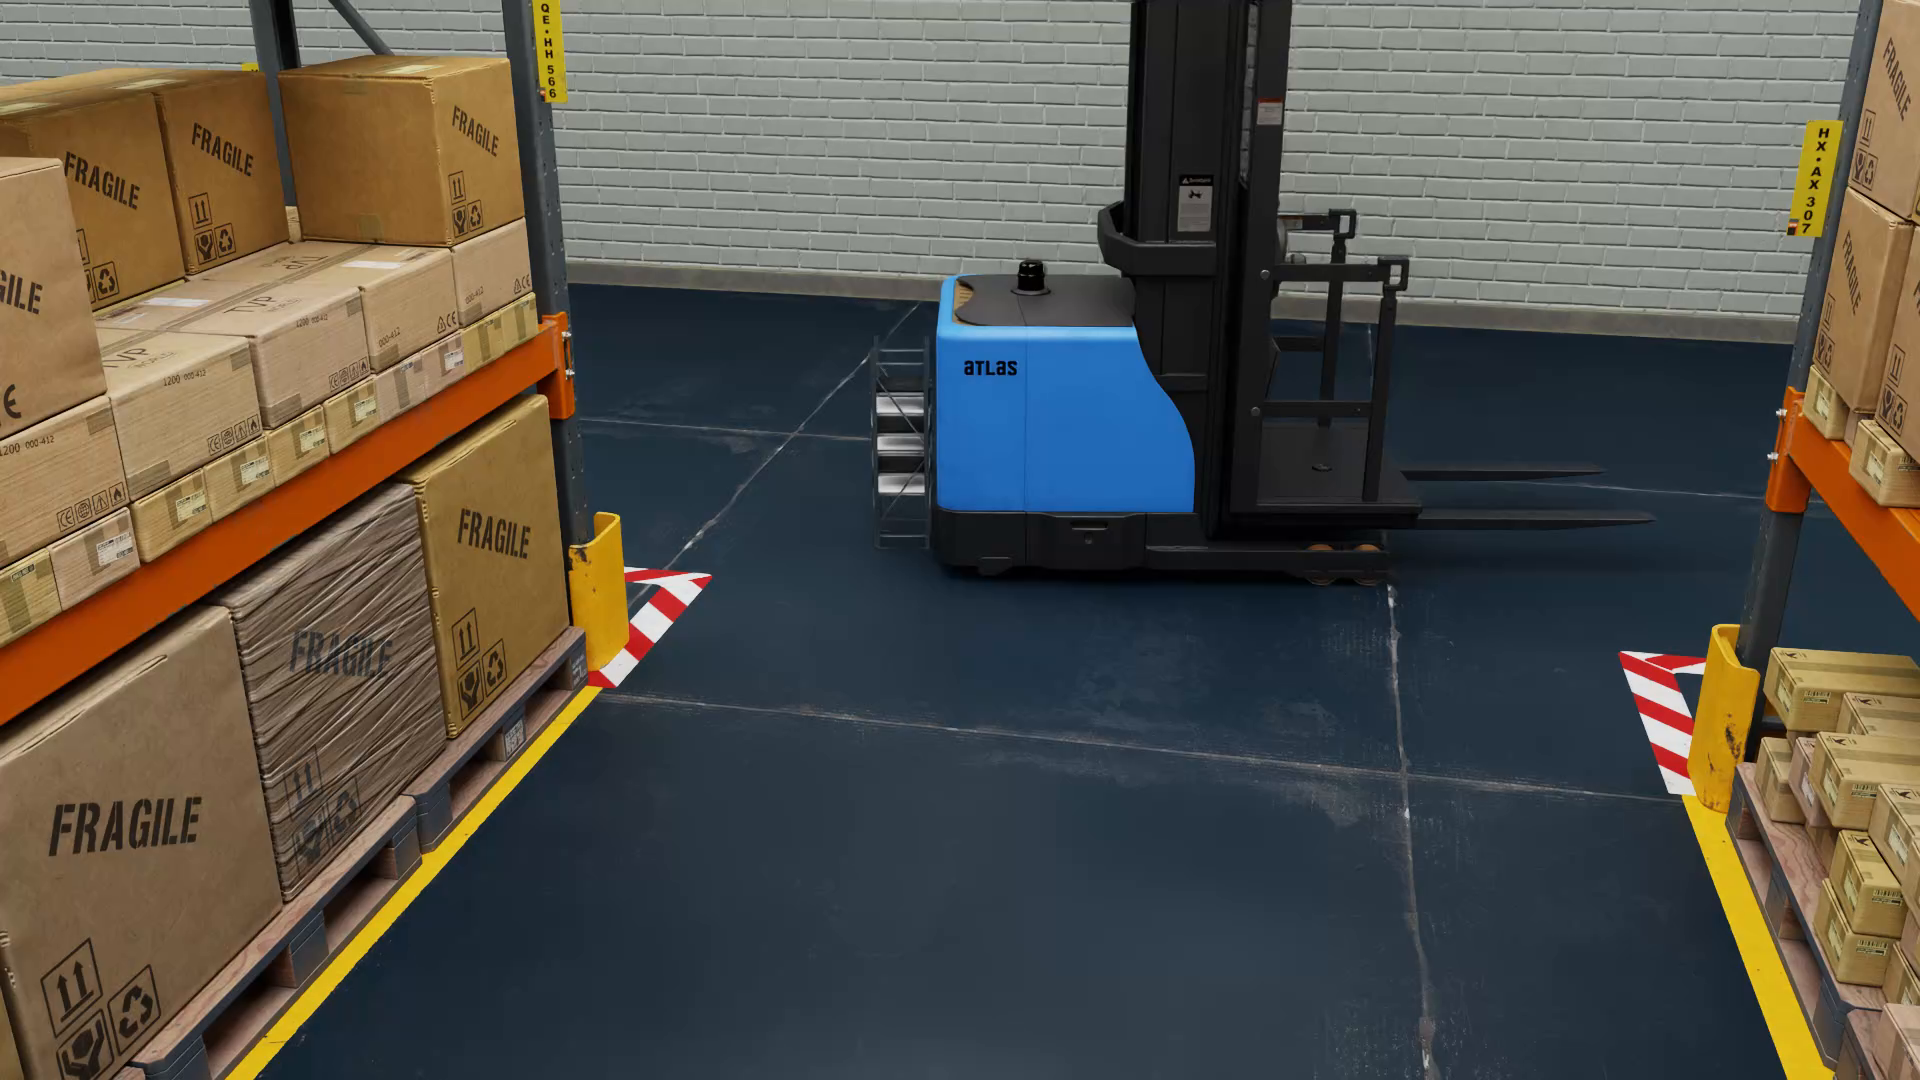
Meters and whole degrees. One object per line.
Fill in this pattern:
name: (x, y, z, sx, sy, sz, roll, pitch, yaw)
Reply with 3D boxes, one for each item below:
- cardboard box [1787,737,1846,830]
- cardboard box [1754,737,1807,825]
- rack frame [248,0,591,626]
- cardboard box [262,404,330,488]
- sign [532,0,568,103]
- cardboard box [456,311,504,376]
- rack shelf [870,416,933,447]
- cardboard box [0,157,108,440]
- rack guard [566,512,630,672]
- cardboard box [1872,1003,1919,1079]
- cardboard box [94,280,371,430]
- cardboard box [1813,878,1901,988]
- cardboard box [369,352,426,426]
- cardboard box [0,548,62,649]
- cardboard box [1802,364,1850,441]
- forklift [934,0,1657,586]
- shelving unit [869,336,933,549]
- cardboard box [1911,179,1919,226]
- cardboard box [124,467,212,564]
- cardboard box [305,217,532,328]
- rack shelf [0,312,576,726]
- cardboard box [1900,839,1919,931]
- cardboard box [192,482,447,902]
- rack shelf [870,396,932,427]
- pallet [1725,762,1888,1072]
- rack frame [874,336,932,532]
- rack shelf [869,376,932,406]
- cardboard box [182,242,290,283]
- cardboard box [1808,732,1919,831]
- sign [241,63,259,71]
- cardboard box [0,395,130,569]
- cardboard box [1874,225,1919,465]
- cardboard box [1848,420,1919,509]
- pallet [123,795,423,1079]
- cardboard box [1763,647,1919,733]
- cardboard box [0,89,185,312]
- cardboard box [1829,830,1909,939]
cardboard box: (2.494, 0.675, 4.518, 0.380, 0.149, 0.250, 4, 22, 11)
cardboard box: (2.543, 0.712, 4.824, 0.380, 0.149, 0.250, 5, 22, 12)
rack frame: (-1.872, -0.998, 5.816, 1.000, 3.000, 0.127, 4, 22, 11)
cardboard box: (-1.881, -0.257, 4.313, 0.380, 0.149, 0.250, 5, 22, 11)
sign: (-1.343, -1.598, 5.440, 0.100, 0.325, 0.005, 4, 22, 11)
cardboard box: (-1.673, -0.631, 5.240, 0.380, 0.149, 0.250, 5, 22, 11)
rack shelf: (-0.250, -0.469, 7.161, 0.258, 0.077, 0.200, 0, 22, 1)
cardboard box: (-2.130, -0.477, 3.321, 0.500, 0.500, 0.500, 4, 22, 9)
rack guard: (-1.867, 0.153, 6.304, 1.175, 0.500, 0.348, 4, 22, 11)
cardboard box: (2.272, 1.176, 3.673, 0.380, 0.149, 0.250, 3, 22, 8)
cardboard box: (-1.918, -0.497, 4.375, 0.500, 0.250, 0.500, 4, 22, 9)
cardboard box: (2.366, 0.991, 4.133, 0.380, 0.149, 0.250, 5, 22, 12)
cardboard box: (-1.778, -0.447, 4.785, 0.380, 0.149, 0.250, 5, 22, 12)
cardboard box: (-2.091, 0.117, 3.385, 0.380, 0.149, 0.250, 4, 22, 10)
cardboard box: (2.576, -0.373, 4.600, 0.380, 0.149, 0.250, 4, 22, 10)
forklift: (1.414, -1.372, 6.836, 3.031, 2.935, 1.130, 0, 22, 1)
shelving unit: (-0.250, -0.417, 7.183, 0.258, 0.900, 0.210, 0, 22, 1)
cardboard box: (2.515, -0.902, 3.707, 0.500, 0.500, 0.500, 5, 22, 12)
cardboard box: (-1.985, -0.071, 3.852, 0.380, 0.149, 0.250, 4, 22, 9)
cardboard box: (-1.711, -0.869, 5.298, 0.500, 0.250, 0.500, 4, 22, 10)
rack shelf: (-2.280, 0.067, 4.134, 1.077, 0.370, 4.000, 4, 22, 11)
cardboard box: (2.373, 0.825, 3.748, 0.380, 0.149, 0.250, 5, 23, 13)
cardboard box: (-2.110, 0.366, 4.711, 0.875, 0.875, 0.875, 4, 22, 11)
rack shelf: (-0.250, -0.553, 7.128, 0.258, 0.077, 0.200, 0, 22, 1)
pallet: (2.747, 1.033, 4.506, 1.003, 0.211, 1.213, 4, 22, 11)
rack frame: (-0.249, -0.455, 7.277, 0.240, 0.900, 0.006, 0, 22, 1)
rack shelf: (-0.251, -0.636, 7.094, 0.258, 0.077, 0.200, 0, 22, 1)
cardboard box: (-2.333, -0.721, 4.930, 0.500, 0.250, 0.500, 4, 22, 10)
cardboard box: (2.409, 0.627, 4.239, 0.380, 0.149, 0.250, 4, 22, 11)
sign: (-2.414, -1.480, 5.750, 0.100, 0.325, 0.005, 4, 22, 11)
cardboard box: (-2.129, -0.126, 3.455, 0.500, 0.250, 0.500, 5, 22, 12)
cardboard box: (2.517, -0.426, 3.865, 0.500, 0.500, 0.500, 5, 22, 11)
cardboard box: (2.458, -0.182, 4.127, 0.380, 0.149, 0.250, 4, 22, 9)
pallet: (-2.209, 1.039, 4.491, 1.003, 0.211, 1.213, 4, 22, 11)
cardboard box: (2.524, 0.435, 4.717, 0.380, 0.149, 0.250, 3, 22, 8)
cardboard box: (-2.436, -0.886, 4.338, 0.500, 0.500, 0.500, 4, 22, 9)
cardboard box: (2.372, 0.857, 4.067, 0.380, 0.149, 0.250, 5, 23, 13)
